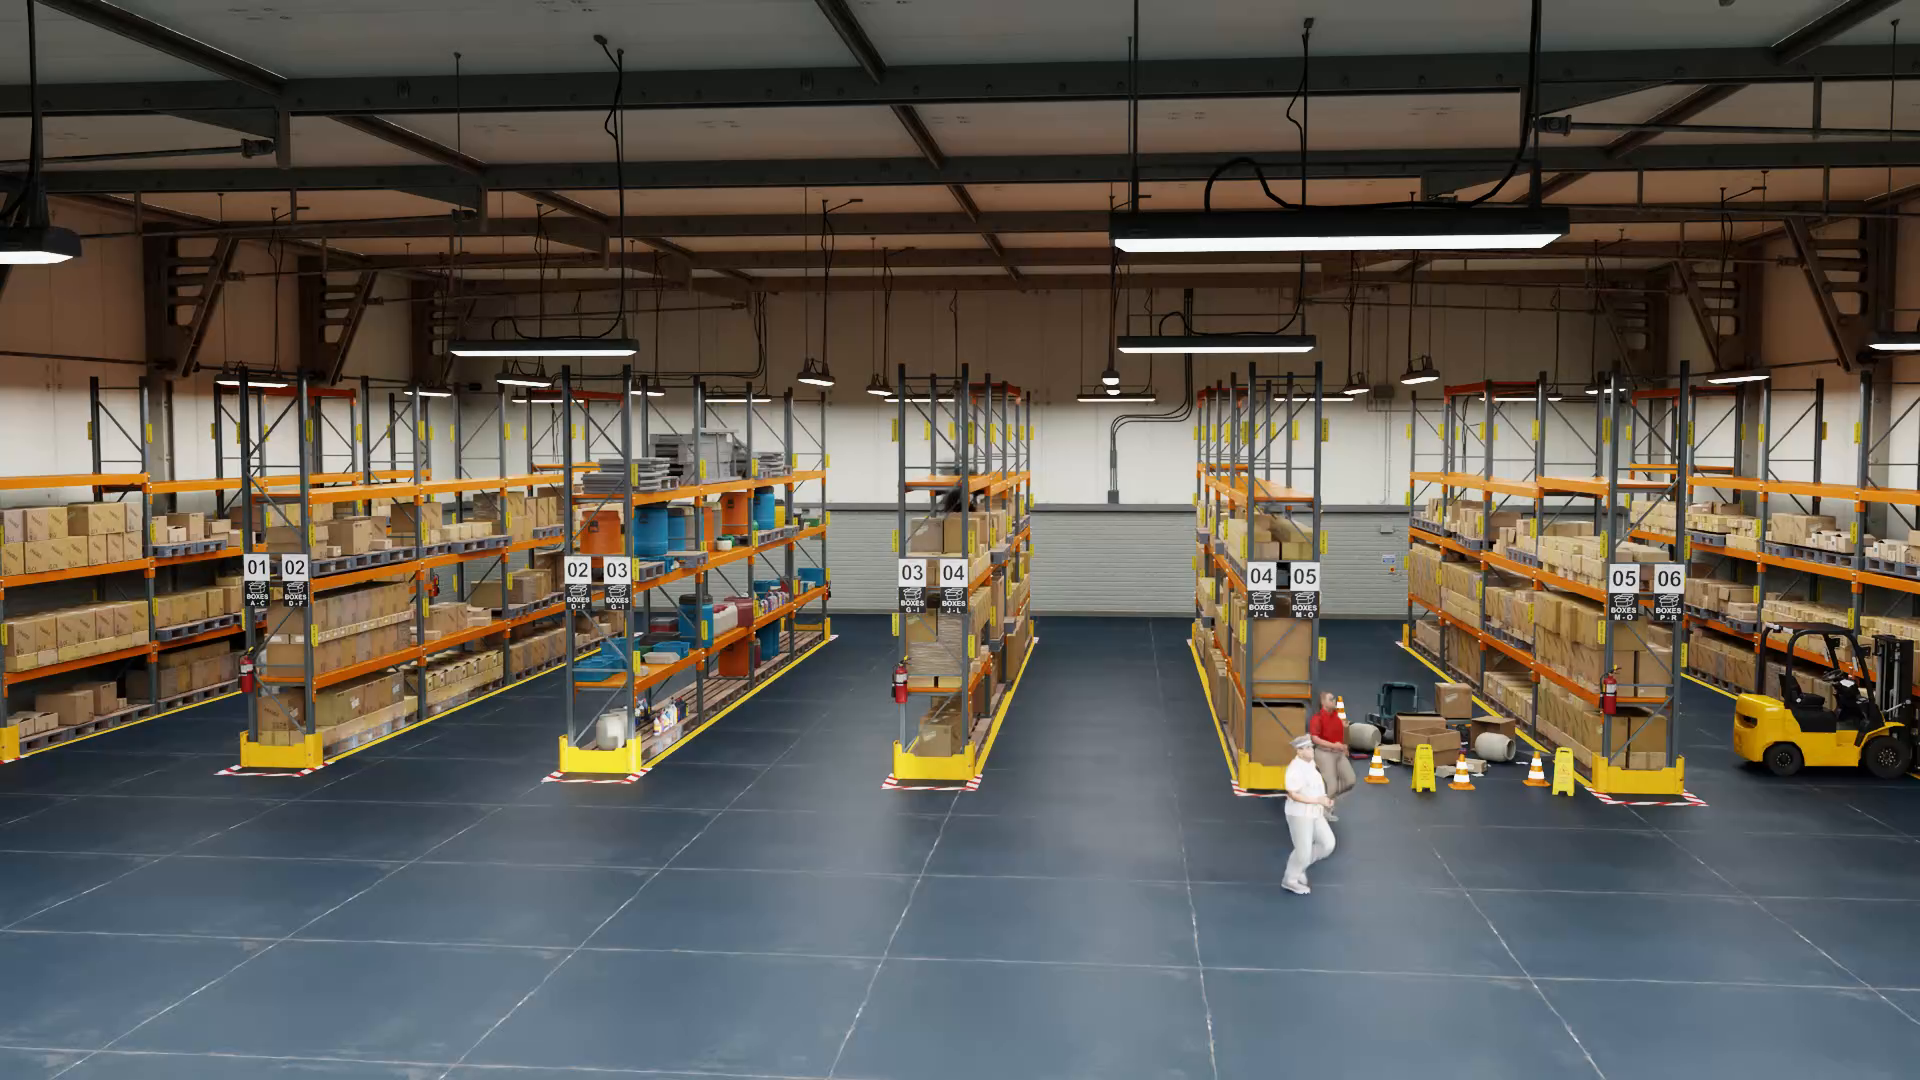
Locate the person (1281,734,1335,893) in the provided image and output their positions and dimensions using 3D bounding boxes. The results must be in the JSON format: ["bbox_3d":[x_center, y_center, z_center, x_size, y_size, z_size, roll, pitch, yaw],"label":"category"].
[{"bbox_3d":[3.797,2.966,18.054,0.607,1.743,0.651,3,5,39],"label":"person"}]

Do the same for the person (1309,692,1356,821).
[{"bbox_3d":[4.787,2.793,21.445,0.687,1.682,0.535,-3,5,-37],"label":"person"}]

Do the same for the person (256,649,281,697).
[{"bbox_3d":[-11.587,2.405,27.943,0.557,1.601,0.531,0,4,-4],"label":"person"}]
